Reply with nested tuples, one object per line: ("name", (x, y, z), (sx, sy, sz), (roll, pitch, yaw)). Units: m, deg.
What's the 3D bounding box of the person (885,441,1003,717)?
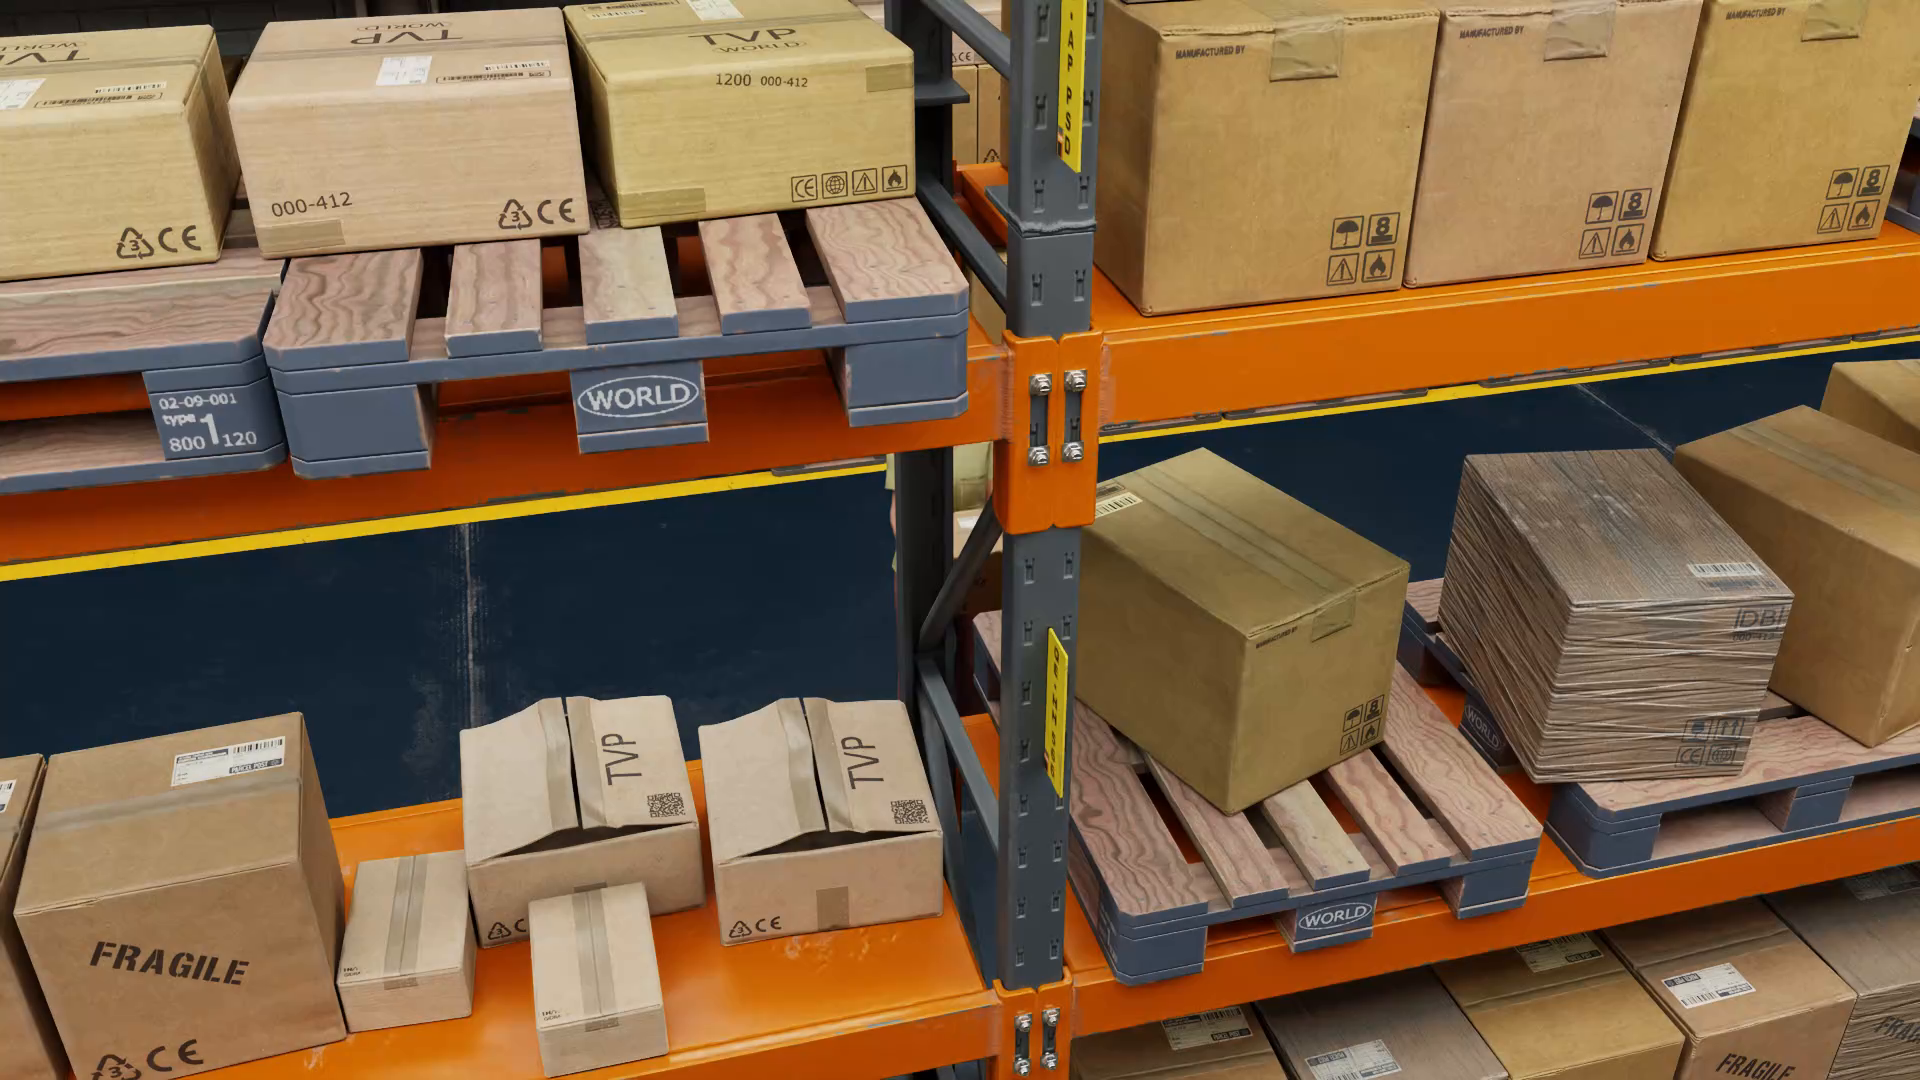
("person", (-0.036, 0.136, 5.911), (0.426, 1.662, 0.554), (-8, 31, -13))
